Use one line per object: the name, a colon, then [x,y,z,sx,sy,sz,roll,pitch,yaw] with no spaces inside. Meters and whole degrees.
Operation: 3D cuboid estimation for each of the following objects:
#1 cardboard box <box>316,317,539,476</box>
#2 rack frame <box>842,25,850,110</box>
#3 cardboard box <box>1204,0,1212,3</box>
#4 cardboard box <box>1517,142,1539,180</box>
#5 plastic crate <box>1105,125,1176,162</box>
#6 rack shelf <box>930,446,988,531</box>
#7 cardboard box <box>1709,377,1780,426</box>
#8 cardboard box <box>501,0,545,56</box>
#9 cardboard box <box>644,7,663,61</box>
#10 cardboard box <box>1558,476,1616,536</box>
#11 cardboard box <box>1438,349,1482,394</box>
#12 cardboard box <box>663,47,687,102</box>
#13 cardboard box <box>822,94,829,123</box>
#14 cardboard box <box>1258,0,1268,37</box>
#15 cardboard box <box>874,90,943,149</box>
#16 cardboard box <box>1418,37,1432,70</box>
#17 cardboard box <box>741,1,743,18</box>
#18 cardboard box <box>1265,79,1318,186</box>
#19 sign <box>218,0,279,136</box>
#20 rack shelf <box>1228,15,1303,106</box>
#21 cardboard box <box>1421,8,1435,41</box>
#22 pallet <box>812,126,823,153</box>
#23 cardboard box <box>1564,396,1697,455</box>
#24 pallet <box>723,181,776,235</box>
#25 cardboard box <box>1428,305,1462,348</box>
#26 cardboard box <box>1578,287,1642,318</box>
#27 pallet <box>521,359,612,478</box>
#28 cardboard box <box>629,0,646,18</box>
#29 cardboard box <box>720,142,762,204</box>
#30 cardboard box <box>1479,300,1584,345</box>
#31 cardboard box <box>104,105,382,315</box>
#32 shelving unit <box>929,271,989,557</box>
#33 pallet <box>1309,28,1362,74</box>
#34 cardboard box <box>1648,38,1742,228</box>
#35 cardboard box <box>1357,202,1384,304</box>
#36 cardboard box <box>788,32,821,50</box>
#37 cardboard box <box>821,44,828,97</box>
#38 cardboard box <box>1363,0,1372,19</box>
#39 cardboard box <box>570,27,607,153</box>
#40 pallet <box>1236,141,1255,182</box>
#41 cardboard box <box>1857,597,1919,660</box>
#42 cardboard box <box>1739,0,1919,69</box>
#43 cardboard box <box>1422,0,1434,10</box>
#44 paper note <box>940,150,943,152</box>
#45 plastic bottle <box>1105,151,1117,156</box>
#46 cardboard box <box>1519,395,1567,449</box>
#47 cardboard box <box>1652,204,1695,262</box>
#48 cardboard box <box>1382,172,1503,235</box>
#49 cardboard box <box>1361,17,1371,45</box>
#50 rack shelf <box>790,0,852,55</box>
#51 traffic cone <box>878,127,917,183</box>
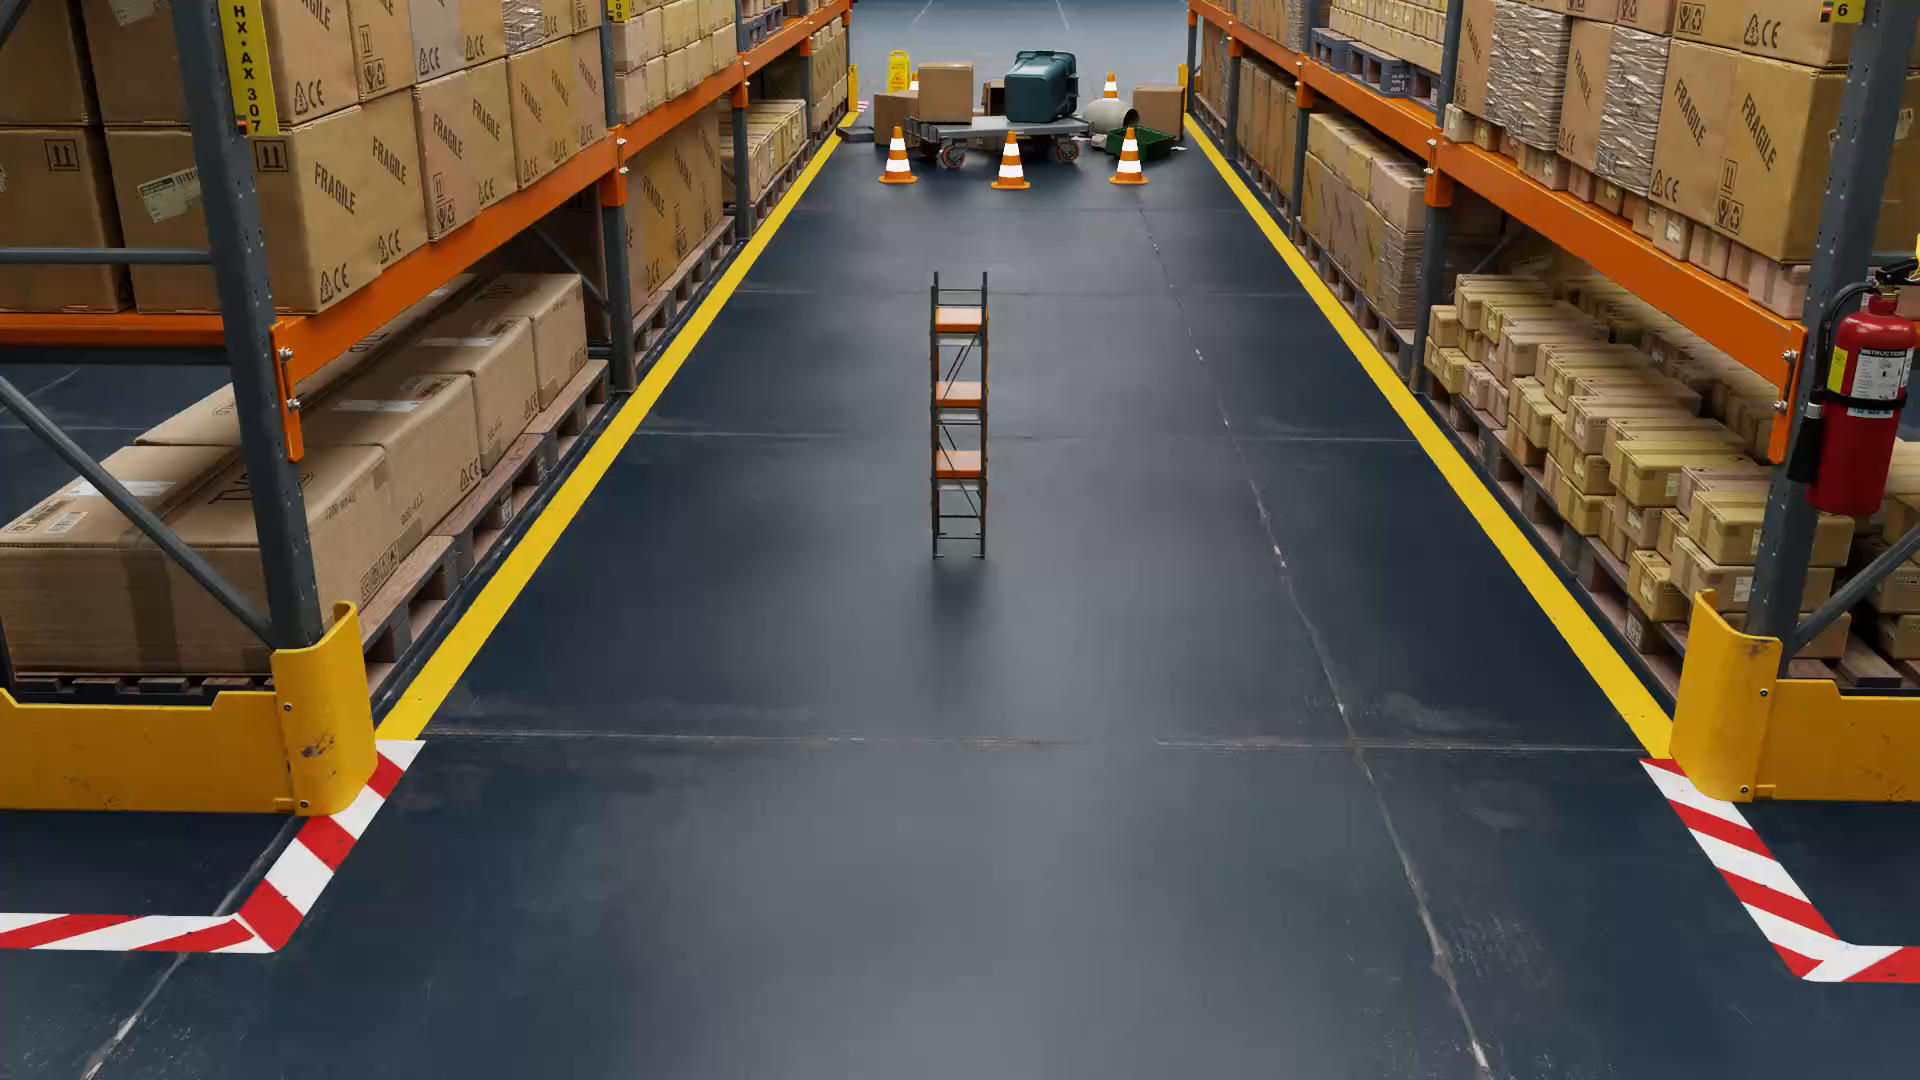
cardboard box: [-2.309,-0.612,6.921,0.875,0.438,0.875,0,21,0]
rack frame: [-1.791,-6.499,19.132,1.000,3.000,0.127,1,21,2]
cardboard box: [3.056,-6.016,17.680,0.875,0.550,0.550,1,21,2]
cardboard box: [2.483,-1.546,6.715,0.380,0.149,0.250,1,21,3]
plastic crate: [1.734,-3.828,16.056,0.450,0.188,0.662,23,29,25]
rack shelf: [-0.002,-0.201,6.394,0.215,0.259,0.240,1,21,2]
cardboard box: [3.049,-0.502,6.214,0.380,0.149,0.250,1,21,2]
cardboard box: [-1.924,-2.132,6.356,0.500,0.500,0.500,1,21,2]
cardboard box: [-1.873,-2.668,8.775,0.500,0.250,0.500,1,21,2]
cardboard box: [2.421,-0.126,6.068,0.380,0.149,0.250,0,21,-1]
cardboard box: [2.454,-0.785,7.765,0.380,0.149,0.250,1,21,3]
cardboard box: [-1.833,-2.619,9.339,0.500,0.250,0.500,0,21,1]
cardboard box: [-1.620,-4.370,16.866,0.500,0.250,0.500,2,21,5]
cardboard box: [2.705,-4.347,13.448,0.500,0.500,0.500,1,21,2]
cardboard box: [-0.520,-4.261,16.816,0.500,0.500,0.500,18,27,38]
cardboard box: [2.626,-2.551,8.723,0.380,0.149,0.250,1,21,1]
cardboard box: [-1.797,-3.902,12.207,0.380,0.149,0.250,-1,21,-2]
cardboard box: [3.048,-3.271,13.342,1.050,0.750,0.750,1,21,2]
sign: [-1.723,-1.146,4.030,0.100,0.325,0.005,1,21,2]
rack shelf: [2.977,-3.976,13.625,1.077,0.370,4.000,1,21,2]
cardboard box: [2.627,-2.691,8.672,0.380,0.149,0.250,2,21,4]
pallet: [-1.928,-3.996,16.536,1.003,0.211,1.213,1,21,2]
cardboard box: [2.406,-0.410,5.978,0.380,0.149,0.250,1,21,4]
pallet: [-2.009,-2.589,12.910,1.003,0.211,1.213,1,21,2]
cardboard box: [2.464,-1.020,7.961,0.380,0.149,0.250,2,21,4]
cardboard box: [3.076,-1.062,7.657,0.380,0.149,0.250,1,21,2]
pallet: [-2.257,-0.586,7.748,1.003,0.211,1.213,1,21,2]
cardboard box: [-1.855,-2.829,8.153,0.500,0.500,0.500,1,21,2]
cardboard box: [-2.007,-2.781,12.603,0.950,0.372,0.625,-1,21,-2]
cardboard box: [2.551,-0.973,7.428,0.380,0.149,0.250,0,21,1]
cardboard box: [-1.976,-0.931,4.643,0.500,0.500,0.500,0,21,1]
shelving unit: [-0.002,-0.470,6.289,0.215,1.050,0.252,1,21,2]
pallet: [3.001,-3.240,10.999,1.213,0.211,1.003,1,21,2]
cardboard box: [2.450,-1.233,5.010,0.500,0.500,0.500,0,21,1]
cardboard box: [2.581,-1.629,9.455,0.500,0.500,0.500,0,21,0]
cardboard box: [-1.561,-4.874,16.230,0.380,0.149,0.250,1,21,2]
cardboard box: [-1.620,-4.720,16.732,0.500,0.500,0.500,1,21,4]
cardboard box: [2.674,-3.257,10.133,0.380,0.149,0.250,1,21,2]
cardboard box: [-1.915,-2.036,7.492,0.500,0.500,0.500,1,21,2]
pallet: [3.090,-3.455,15.142,1.003,0.211,1.213,1,21,2]
cardboard box: [3.009,0.251,5.095,0.380,0.149,0.250,1,21,3]
cardboard box: [2.438,-1.516,4.357,0.500,0.500,0.500,0,21,1]
cardboard box: [2.629,-2.836,8.636,0.380,0.149,0.250,0,21,0]
paper note: [-0.191,-3.841,16.387,0.148,0.019,0.142,1,21,2]
plastic bottle: [1.538,-3.781,16.190,0.133,0.061,0.283,-11,24,-26]
cardboard box: [2.428,-0.463,6.525,0.380,0.149,0.250,1,21,2]
cardboard box: [2.423,-0.973,5.237,0.380,0.149,0.250,1,21,3]
cardboard box: [2.565,-1.794,8.845,0.500,0.250,0.500,0,21,0]
cardboard box: [2.673,-3.119,10.188,0.380,0.149,0.250,1,21,3]
rack shelf: [-1.852,-5.441,17.398,1.077,0.370,4.000,1,21,2]
traffic cone: [-0.551,-3.406,14.668,0.336,0.463,0.334,1,21,2]
